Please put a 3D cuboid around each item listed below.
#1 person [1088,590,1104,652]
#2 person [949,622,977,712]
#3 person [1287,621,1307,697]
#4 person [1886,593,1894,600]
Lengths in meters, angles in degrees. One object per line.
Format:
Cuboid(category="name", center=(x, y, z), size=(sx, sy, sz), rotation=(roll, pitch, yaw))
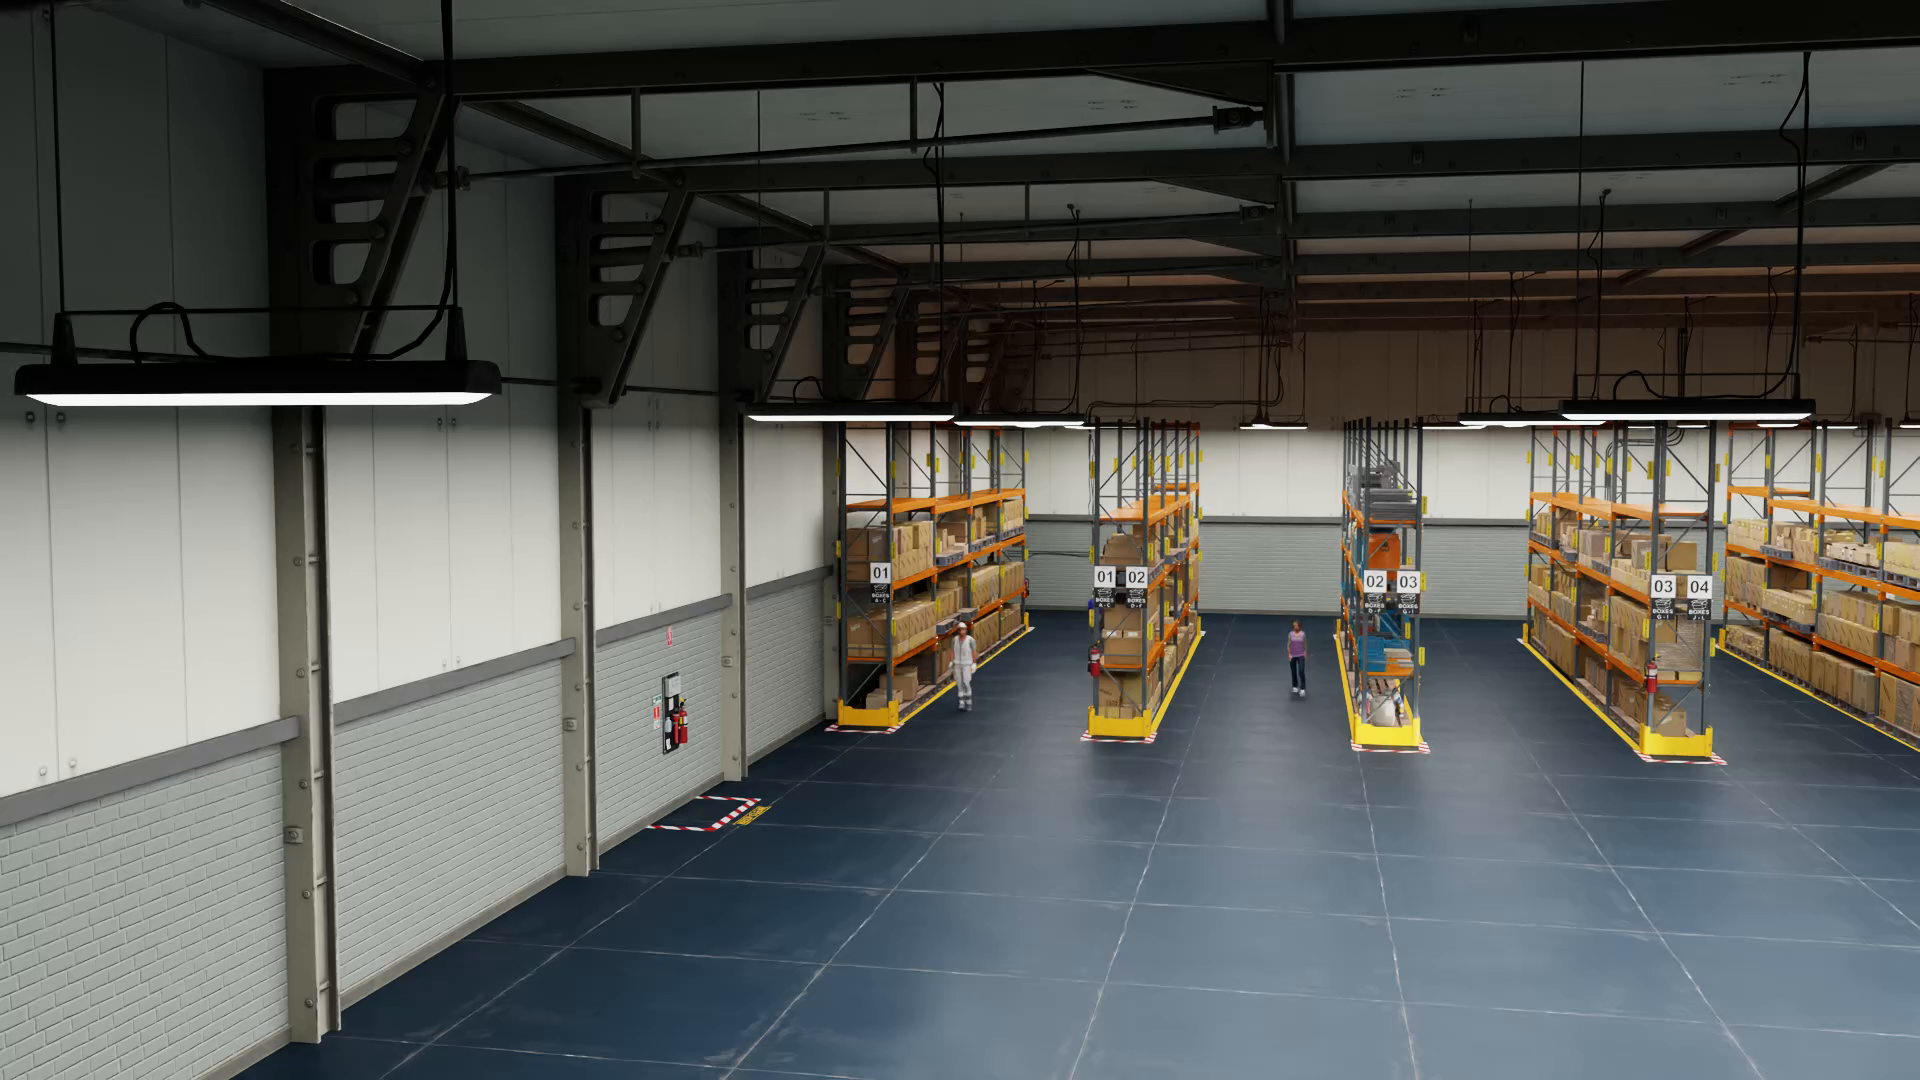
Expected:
Cuboid(category="person", center=(3.562, 2.123, 43.178), size=(0.507, 1.732, 0.448), rotation=(1, 4, 12))
Cuboid(category="person", center=(0.043, 2.618, 34.210), size=(0.535, 1.842, 0.463), rotation=(2, 4, 23))
Cuboid(category="person", center=(7.370, 2.569, 36.331), size=(0.451, 1.607, 0.616), rotation=(2, 4, 23))
Cuboid(category="person", center=(24.736, 1.962, 44.480), size=(1.077, 1.745, 0.567), rotation=(1, 4, 17))
